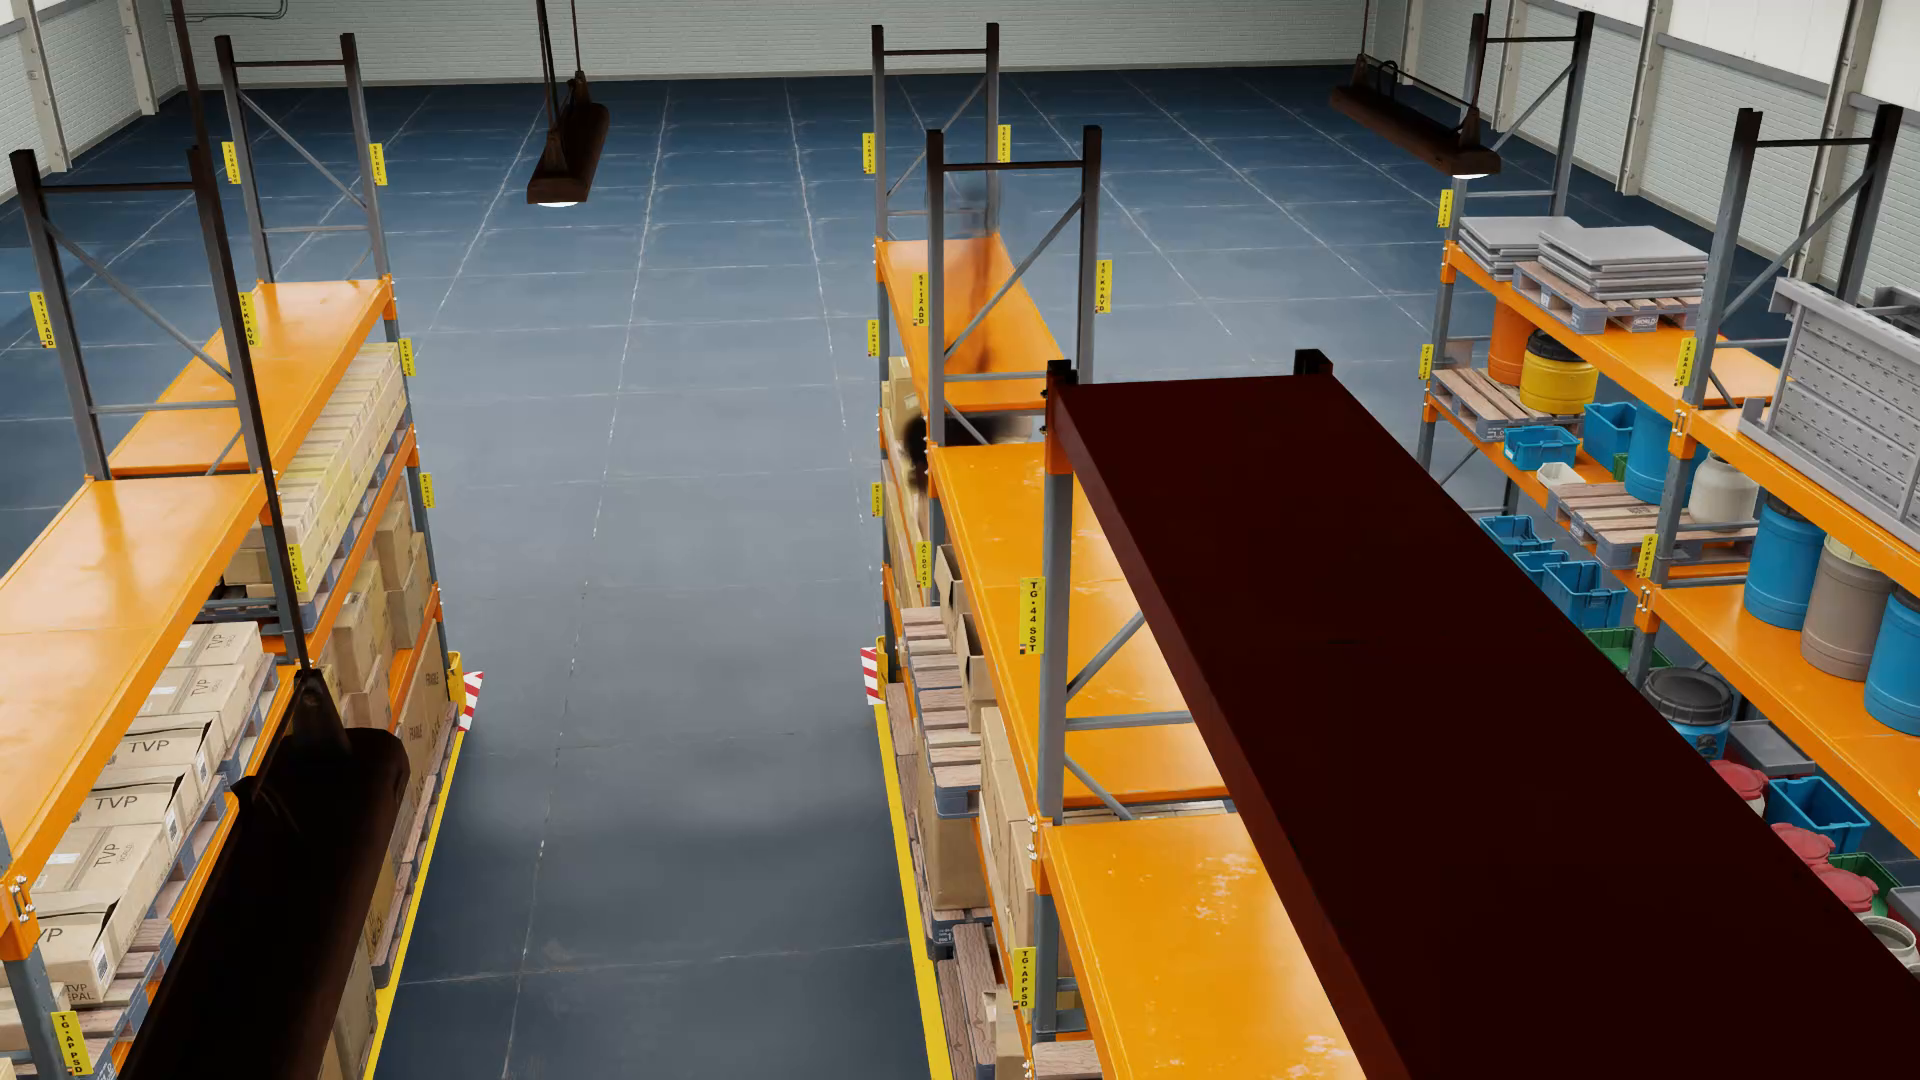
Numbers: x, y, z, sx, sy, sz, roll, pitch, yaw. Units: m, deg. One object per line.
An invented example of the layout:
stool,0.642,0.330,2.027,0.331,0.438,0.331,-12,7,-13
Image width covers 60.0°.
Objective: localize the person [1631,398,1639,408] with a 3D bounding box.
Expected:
person,8.440,-1.772,20.165,0.750,1.727,0.707,8,27,16
